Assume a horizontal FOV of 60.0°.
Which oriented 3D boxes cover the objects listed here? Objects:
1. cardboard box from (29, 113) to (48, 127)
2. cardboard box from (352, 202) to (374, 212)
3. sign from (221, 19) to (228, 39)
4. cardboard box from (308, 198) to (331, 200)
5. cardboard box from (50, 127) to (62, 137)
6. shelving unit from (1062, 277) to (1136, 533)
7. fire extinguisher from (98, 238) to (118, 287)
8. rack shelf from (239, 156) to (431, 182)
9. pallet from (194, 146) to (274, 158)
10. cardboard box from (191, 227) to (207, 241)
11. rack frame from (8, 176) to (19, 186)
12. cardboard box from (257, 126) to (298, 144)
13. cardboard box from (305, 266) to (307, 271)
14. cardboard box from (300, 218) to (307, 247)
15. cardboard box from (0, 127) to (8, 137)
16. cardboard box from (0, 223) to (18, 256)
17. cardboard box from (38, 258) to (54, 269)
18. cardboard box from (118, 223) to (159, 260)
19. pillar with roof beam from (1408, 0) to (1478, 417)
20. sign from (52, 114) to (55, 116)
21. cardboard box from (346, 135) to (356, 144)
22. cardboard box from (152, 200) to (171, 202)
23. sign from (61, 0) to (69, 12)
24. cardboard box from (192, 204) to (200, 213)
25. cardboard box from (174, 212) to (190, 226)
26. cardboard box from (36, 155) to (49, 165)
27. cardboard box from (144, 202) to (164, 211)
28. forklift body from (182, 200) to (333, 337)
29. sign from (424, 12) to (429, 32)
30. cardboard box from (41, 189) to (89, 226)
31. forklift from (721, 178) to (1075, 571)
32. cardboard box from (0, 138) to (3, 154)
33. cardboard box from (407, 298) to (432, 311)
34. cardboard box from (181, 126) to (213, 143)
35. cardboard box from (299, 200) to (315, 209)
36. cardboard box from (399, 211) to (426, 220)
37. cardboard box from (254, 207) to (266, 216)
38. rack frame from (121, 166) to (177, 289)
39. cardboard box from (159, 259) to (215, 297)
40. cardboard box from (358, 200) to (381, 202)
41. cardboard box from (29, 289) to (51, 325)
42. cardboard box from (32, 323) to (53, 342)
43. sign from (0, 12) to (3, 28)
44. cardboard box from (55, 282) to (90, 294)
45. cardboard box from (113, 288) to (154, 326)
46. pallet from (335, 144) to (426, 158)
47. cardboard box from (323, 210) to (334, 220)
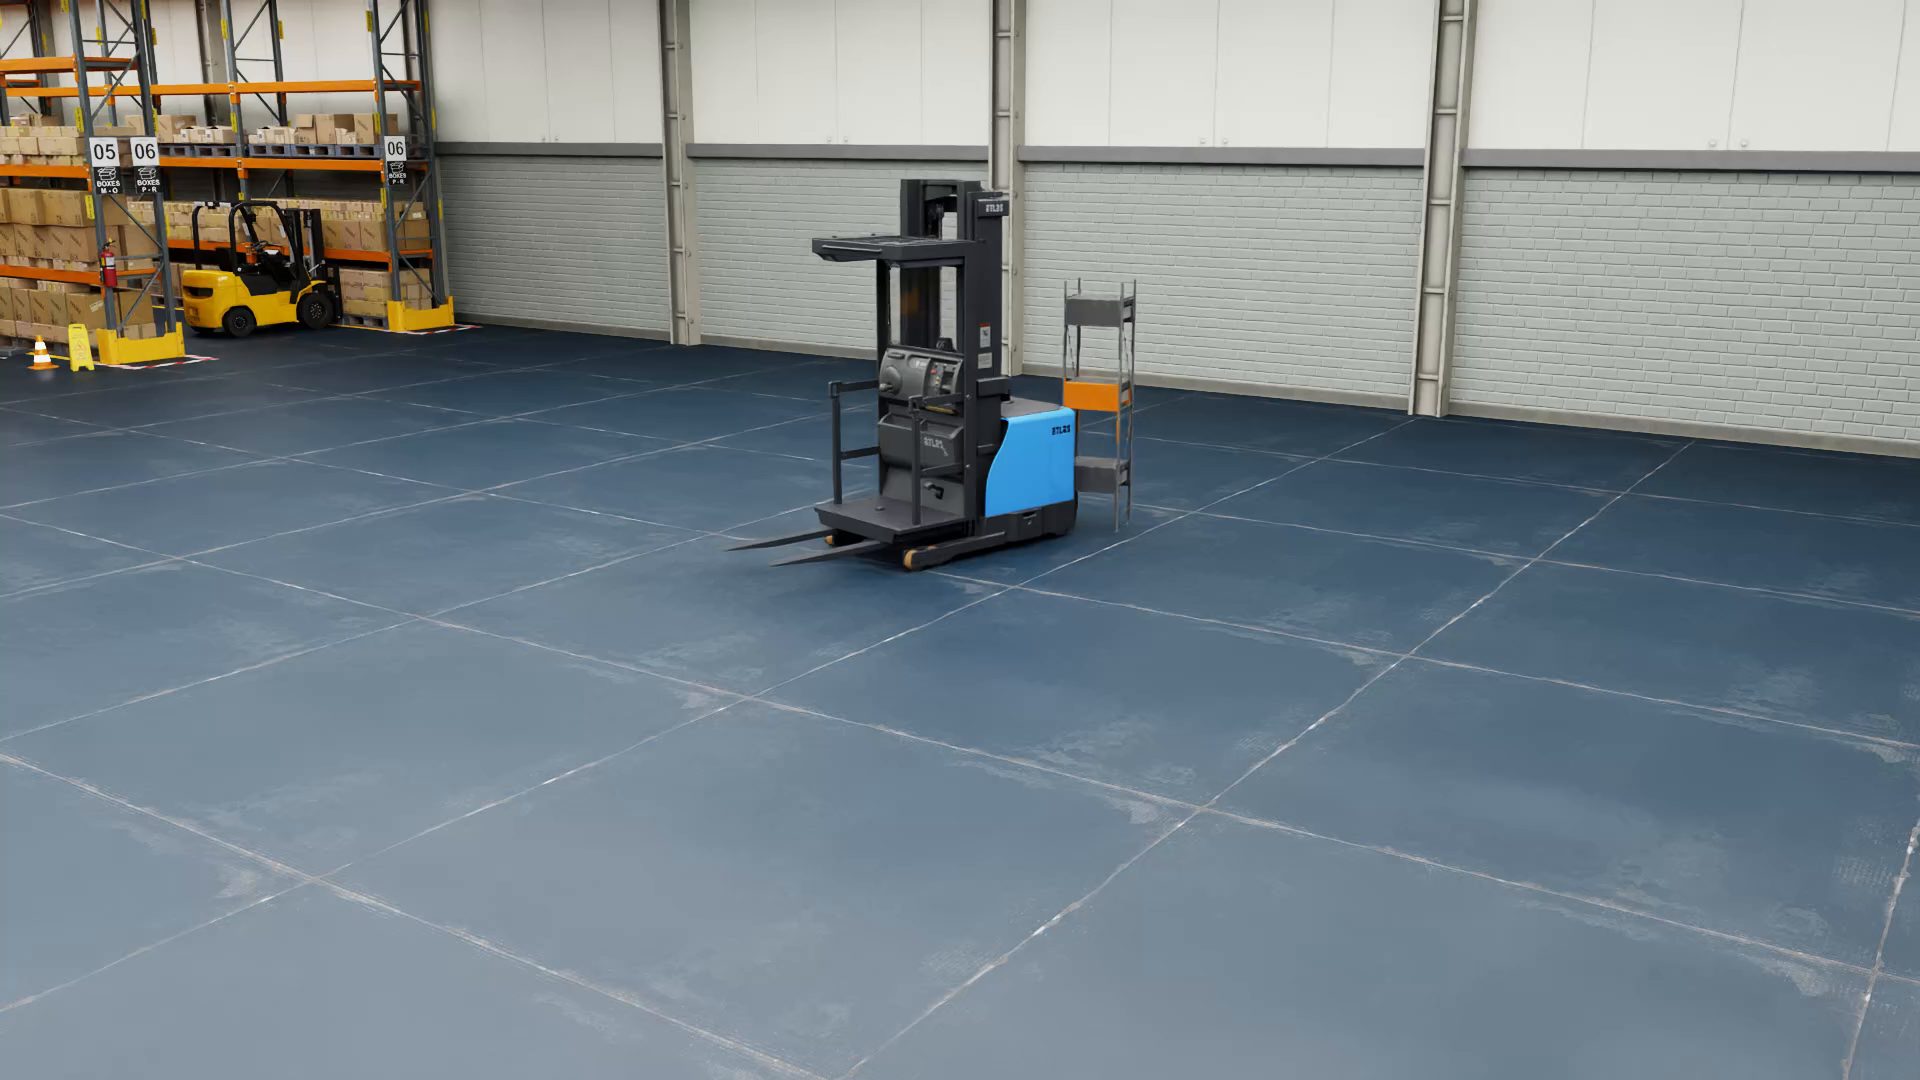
[{"bbox_3d":[-18.918,-8.620,34.119,0.258,0.266,0.396,9,16,32],"label":"cardboard box"},{"bbox_3d":[-10.122,-5.676,28.334,0.250,0.149,0.380,10,17,34],"label":"cardboard box"},{"bbox_3d":[-12.865,-8.937,29.088,0.005,0.325,0.100,9,17,33],"label":"sign"},{"bbox_3d":[-11.484,-6.072,29.932,0.250,0.149,0.380,9,16,32],"label":"cardboard box"},{"bbox_3d":[-12.880,-5.896,24.020,0.250,0.149,0.380,9,16,32],"label":"cardboard box"},{"bbox_3d":[1.168,-1.143,14.069,0.503,2.100,0.431,6,15,21],"label":"shelving unit"},{"bbox_3d":[-12.182,-3.971,23.783,0.183,0.674,0.296,9,17,33],"label":"fire extinguisher"},{"bbox_3d":[-10.912,-6.481,29.016,4.000,0.370,1.077,9,17,33],"label":"rack shelf"},{"bbox_3d":[-13.311,-7.121,30.504,1.217,0.209,0.805,8,16,31],"label":"pallet"},{"bbox_3d":[-13.951,-5.724,31.016,0.500,0.250,0.500,9,17,33],"label":"cardboard box"},{"bbox_3d":[-15.339,-4.652,26.374,0.127,3.000,1.000,9,17,33],"label":"rack frame"},{"bbox_3d":[-12.018,-7.147,29.315,0.500,0.311,0.500,10,17,34],"label":"cardboard box"},{"bbox_3d":[-11.508,-4.734,29.473,0.500,0.250,0.500,10,17,35],"label":"cardboard box"},{"bbox_3d":[-11.487,-5.445,29.369,0.500,0.500,0.500,9,17,32],"label":"cardboard box"},{"bbox_3d":[-14.149,-6.102,24.853,0.250,0.149,0.380,9,16,32],"label":"cardboard box"},{"bbox_3d":[-14.291,-4.598,25.328,0.500,0.500,0.500,9,17,32],"label":"cardboard box"},{"bbox_3d":[-13.550,-4.159,24.904,0.250,0.149,0.380,9,17,32],"label":"cardboard box"},{"bbox_3d":[-12.258,-4.427,24.639,0.500,0.500,0.500,9,16,32],"label":"cardboard box"},{"bbox_3d":[3.206,-5.019,15.370,0.400,9.000,9.100,9,17,33],"label":"pillar with roof beam"},{"bbox_3d":[-18.903,-8.725,34.687,0.005,0.325,0.100,9,17,33],"label":"sign"},{"bbox_3d":[-10.110,-6.743,28.018,0.250,0.149,0.380,9,16,31],"label":"cardboard box"},{"bbox_3d":[-15.508,-6.539,32.438,0.250,0.149,0.380,10,17,35],"label":"cardboard box"},{"bbox_3d":[-12.347,-7.450,22.919,0.005,0.325,0.100,9,17,33],"label":"sign"},{"bbox_3d":[-14.056,-6.173,30.959,0.250,0.149,0.380,9,17,33],"label":"cardboard box"},{"bbox_3d":[-14.382,-6.036,31.235,0.500,0.250,0.500,9,17,34],"label":"cardboard box"},{"bbox_3d":[-13.305,-5.582,24.412,0.250,0.149,0.380,9,17,32],"label":"cardboard box"},{"bbox_3d":[-15.341,-6.376,31.779,0.250,0.149,0.380,10,17,34],"label":"cardboard box"},{"bbox_3d":[-11.845,-4.584,27.867,1.214,2.155,2.313,9,17,33],"label":"forklift body"},{"bbox_3d":[-8.938,-8.658,27.798,0.005,0.325,0.100,9,17,33],"label":"sign"},{"bbox_3d":[-12.982,-4.888,24.420,0.500,0.500,0.700,9,17,33],"label":"cardboard box"},{"bbox_3d":[-0.469,-1.322,13.066,3.031,2.935,1.130,-12,18,-40],"label":"forklift"},{"bbox_3d":[-14.285,-5.929,24.983,0.500,0.250,0.500,9,17,33],"label":"cardboard box"},{"bbox_3d":[-9.551,-4.080,28.910,0.500,0.250,0.500,9,17,33],"label":"cardboard box"},{"bbox_3d":[-13.945,-7.459,30.573,0.500,0.311,0.500,9,16,31],"label":"cardboard box"},{"bbox_3d":[-11.360,-5.891,29.202,0.250,0.149,0.380,9,17,33],"label":"cardboard box"},{"bbox_3d":[-9.390,-5.567,28.510,0.250,0.149,0.380,9,16,31],"label":"cardboard box"},{"bbox_3d":[-12.454,-5.911,29.899,0.250,0.149,0.380,9,16,32],"label":"cardboard box"},{"bbox_3d":[-15.891,-6.179,32.541,0.127,3.000,1.000,9,17,33],"label":"rack frame"},{"bbox_3d":[-14.835,-5.057,32.079,0.625,0.625,0.875,10,17,35],"label":"cardboard box"},{"bbox_3d":[-10.267,-5.842,29.004,0.250,0.149,0.380,10,17,35],"label":"cardboard box"},{"bbox_3d":[-13.680,-3.543,25.180,0.500,0.500,0.500,9,16,32],"label":"cardboard box"},{"bbox_3d":[-13.704,-3.180,25.274,0.500,0.250,0.500,8,16,31],"label":"cardboard box"},{"bbox_3d":[-15.021,-8.162,25.958,0.005,0.325,0.100,9,17,33],"label":"sign"},{"bbox_3d":[-13.172,-3.755,24.687,0.250,0.149,0.380,10,17,34],"label":"cardboard box"},{"bbox_3d":[-12.555,-3.515,25.069,0.500,0.500,0.500,9,16,31],"label":"cardboard box"},{"bbox_3d":[-9.825,-6.619,28.261,1.213,0.211,1.003,9,17,33],"label":"pallet"},{"bbox_3d":[-10.775,-5.627,28.754,0.250,0.149,0.380,9,17,33],"label":"cardboard box"}]
